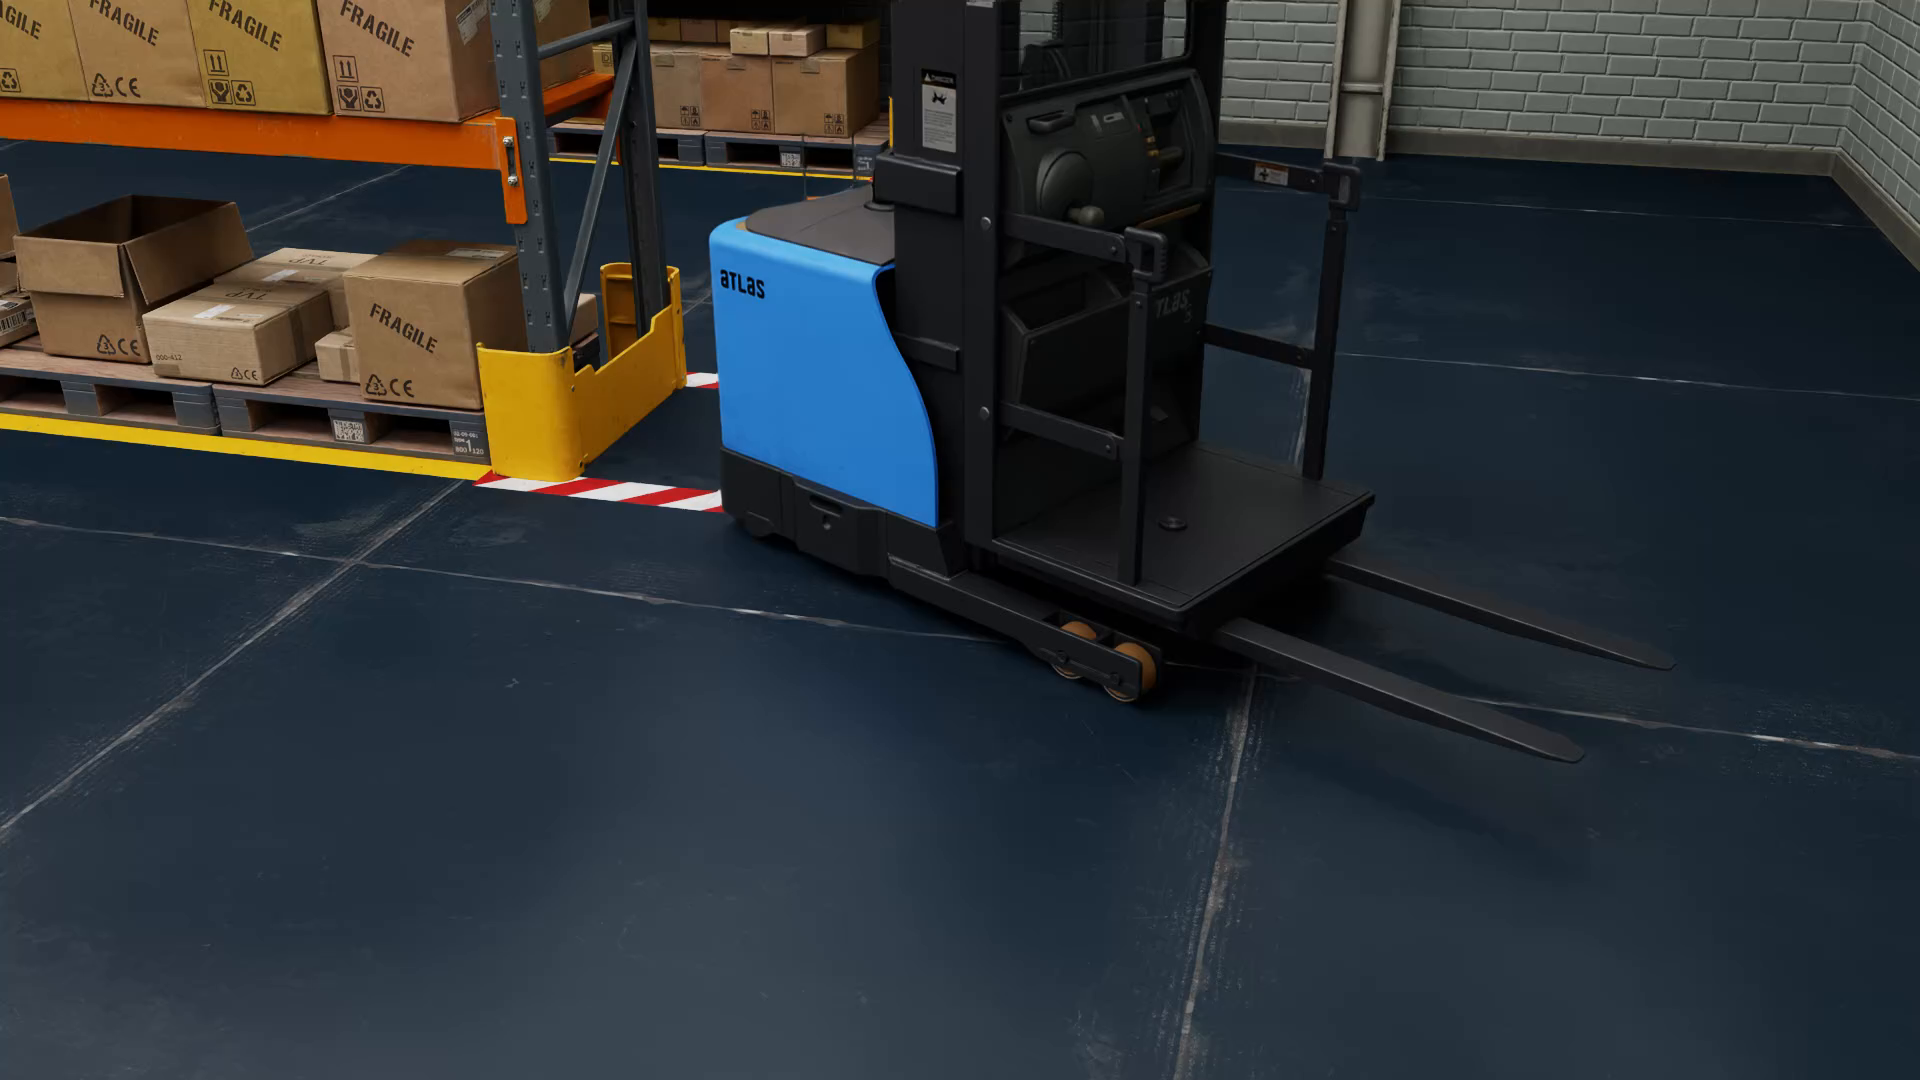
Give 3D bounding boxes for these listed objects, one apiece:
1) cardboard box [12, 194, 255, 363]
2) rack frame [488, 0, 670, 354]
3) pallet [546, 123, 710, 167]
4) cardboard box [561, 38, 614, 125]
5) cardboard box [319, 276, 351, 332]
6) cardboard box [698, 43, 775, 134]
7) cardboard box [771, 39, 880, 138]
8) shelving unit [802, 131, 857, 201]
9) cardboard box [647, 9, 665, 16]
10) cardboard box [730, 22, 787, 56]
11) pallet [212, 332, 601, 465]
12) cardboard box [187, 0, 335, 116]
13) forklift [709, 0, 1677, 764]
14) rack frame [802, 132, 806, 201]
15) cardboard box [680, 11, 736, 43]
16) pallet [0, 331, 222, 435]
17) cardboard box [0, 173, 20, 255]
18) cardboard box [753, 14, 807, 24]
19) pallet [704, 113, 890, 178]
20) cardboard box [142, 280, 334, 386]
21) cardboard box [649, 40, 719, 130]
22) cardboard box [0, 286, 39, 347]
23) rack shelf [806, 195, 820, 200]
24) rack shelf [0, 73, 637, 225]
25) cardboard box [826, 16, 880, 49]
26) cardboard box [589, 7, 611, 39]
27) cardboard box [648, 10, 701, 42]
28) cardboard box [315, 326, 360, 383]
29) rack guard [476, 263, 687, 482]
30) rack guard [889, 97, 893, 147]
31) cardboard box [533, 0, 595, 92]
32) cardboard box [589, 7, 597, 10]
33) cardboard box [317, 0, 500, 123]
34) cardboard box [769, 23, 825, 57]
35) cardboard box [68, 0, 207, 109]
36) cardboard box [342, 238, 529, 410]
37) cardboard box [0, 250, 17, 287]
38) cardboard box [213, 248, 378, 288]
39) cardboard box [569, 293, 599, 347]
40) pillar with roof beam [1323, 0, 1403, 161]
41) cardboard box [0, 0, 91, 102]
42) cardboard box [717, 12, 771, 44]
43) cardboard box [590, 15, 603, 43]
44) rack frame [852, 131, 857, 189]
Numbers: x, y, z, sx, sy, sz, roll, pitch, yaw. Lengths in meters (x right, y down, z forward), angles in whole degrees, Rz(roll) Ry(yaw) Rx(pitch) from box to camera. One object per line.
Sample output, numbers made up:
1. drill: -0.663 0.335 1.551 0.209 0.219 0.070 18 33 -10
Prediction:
1. cardboard box: -3.453 -1.117 6.999 0.637 0.503 0.797 6 26 13
2. rack frame: -1.400 -1.816 6.076 0.127 3.000 1.000 6 26 13
3. pallet: -2.141 -2.804 11.395 1.213 0.211 1.003 6 26 13
4. cardboard box: -2.363 -3.134 11.264 0.500 0.500 0.700 7 26 14
5. cardboard box: -2.340 -1.003 7.055 0.500 0.250 0.500 6 26 13
6. cardboard box: -1.357 -3.027 11.038 0.500 0.500 0.700 6 26 13
7. cardboard box: -0.873 -2.973 10.925 0.500 0.500 0.700 6 26 13
8. shelving unit: -0.473 -0.906 6.256 0.189 1.200 0.258 -2 26 -5
9. cardboard box: -2.175 -3.498 11.273 0.250 0.149 0.380 6 26 12
10. cardboard box: -1.290 -3.231 10.712 0.250 0.149 0.380 7 26 14
11. pallet: -2.246 -0.650 6.871 1.213 0.211 1.003 6 26 13
12. cardboard box: -2.405 -1.850 6.030 0.500 0.500 0.500 7 26 13
13. forklift: 0.602 -1.114 4.681 3.031 2.935 1.130 21 32 37
14. rack frame: -0.565 -0.902 6.249 0.006 1.200 0.240 -2 26 -5
15. cardboard box: -1.681 -3.444 11.159 0.250 0.149 0.380 7 26 14
16. pallet: -3.424 -0.782 7.147 1.213 0.211 1.003 6 26 13
17. cardboard box: -4.651 -1.372 7.538 0.500 0.500 0.500 6 26 13
18. cardboard box: -1.192 -3.390 11.046 0.250 0.149 0.380 6 26 13
19. pallet: -0.964 -2.673 11.119 1.213 0.211 1.003 6 26 13
20. cardboard box: -2.900 -0.843 6.719 0.500 0.250 0.500 6 26 13
21. cardboard box: -1.844 -3.080 11.150 0.500 0.500 0.700 5 26 11
22. cardboard box: -4.081 -0.941 7.020 0.250 0.166 0.380 6 26 13
23. rack shelf: -0.474 -1.191 6.121 0.180 0.103 0.258 -2 26 -5
24. rack shelf: -3.337 -1.706 6.680 4.000 0.370 1.077 6 26 13
25. cardboard box: -0.702 -3.336 10.933 0.250 0.149 0.380 6 26 13
26. cardboard box: -2.425 -3.526 11.331 0.250 0.149 0.380 7 26 14
27. cardboard box: -1.930 -3.471 11.216 0.250 0.149 0.380 7 26 14
28. cardboard box: -2.358 -0.772 6.667 0.250 0.166 0.380 6 26 13
29. rack guard: -1.473 -0.696 6.630 0.348 0.500 1.175 6 26 13
30. rack guard: -0.146 -2.748 10.940 0.348 0.500 1.175 6 26 13
31. cardboard box: -1.764 -2.019 6.384 0.500 0.500 0.500 7 26 14
32. cardboard box: -2.670 -3.553 11.388 0.250 0.149 0.380 5 26 11
33. cardboard box: -1.901 -1.796 5.917 0.500 0.500 0.500 7 26 15
34. cardboard box: -1.042 -3.204 10.655 0.250 0.149 0.380 6 26 12
35. cardboard box: -2.886 -1.906 6.147 0.500 0.500 0.500 7 26 13
36. cardboard box: -1.988 -0.842 6.425 0.500 0.500 0.500 6 26 13
37. cardboard box: -3.925 -1.206 7.410 0.500 0.311 0.500 6 26 13
38. cardboard box: -2.824 -1.057 7.167 0.500 0.250 0.500 6 26 13
39. cardboard box: -1.720 -0.916 6.989 0.250 0.149 0.380 6 26 13
40. pillar with roof beam: 1.589 -4.867 5.503 0.400 9.000 9.100 6 26 13
41. cardboard box: -3.374 -1.960 6.261 0.500 0.500 0.500 6 26 12
42. cardboard box: -1.435 -3.417 11.102 0.250 0.149 0.380 7 26 13
43. cardboard box: -2.553 -3.370 11.004 0.250 0.149 0.380 6 26 12
44. rack frame: -0.382 -0.910 6.264 0.006 1.200 0.240 -2 26 -5
